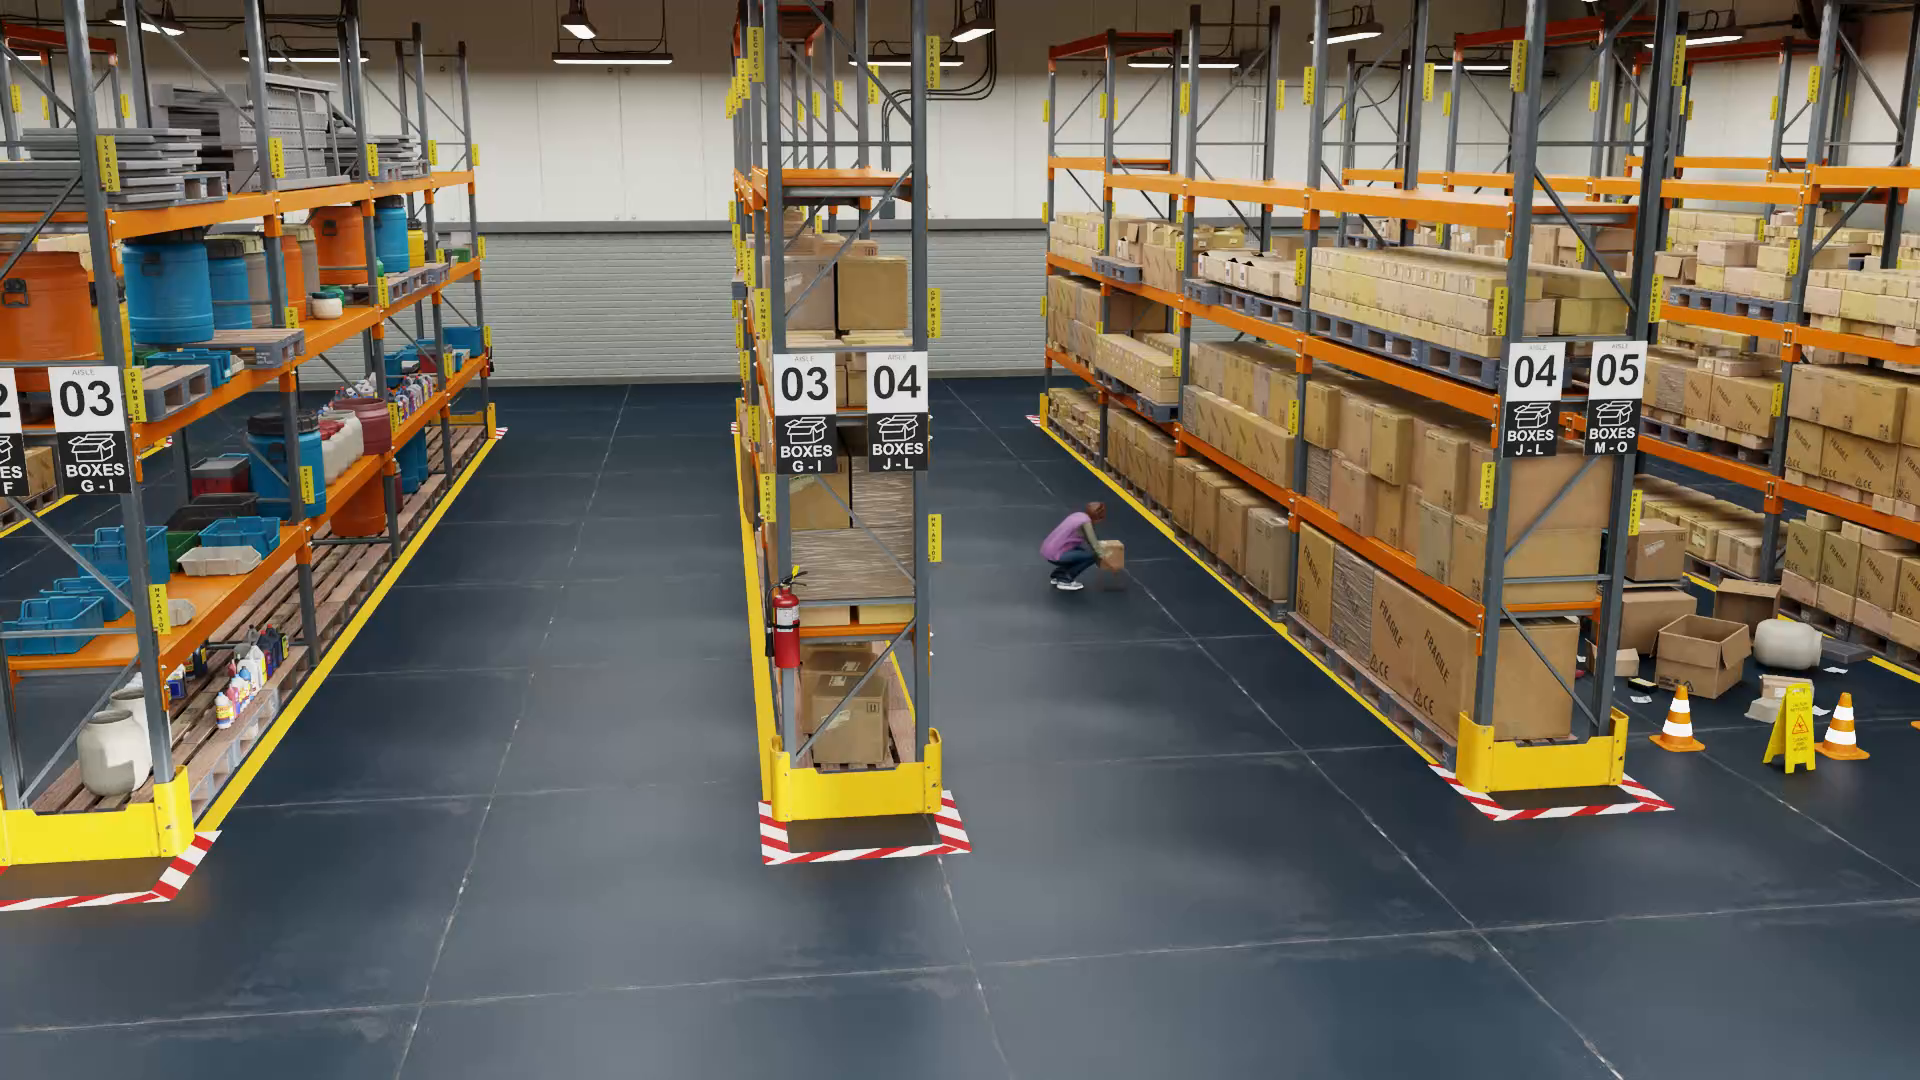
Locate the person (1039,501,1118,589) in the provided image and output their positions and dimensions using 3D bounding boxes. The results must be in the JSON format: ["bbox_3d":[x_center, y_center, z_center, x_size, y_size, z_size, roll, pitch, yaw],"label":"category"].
[{"bbox_3d":[1.231,0.053,17.322,0.809,0.896,0.447,-2,14,-9],"label":"person"}]
